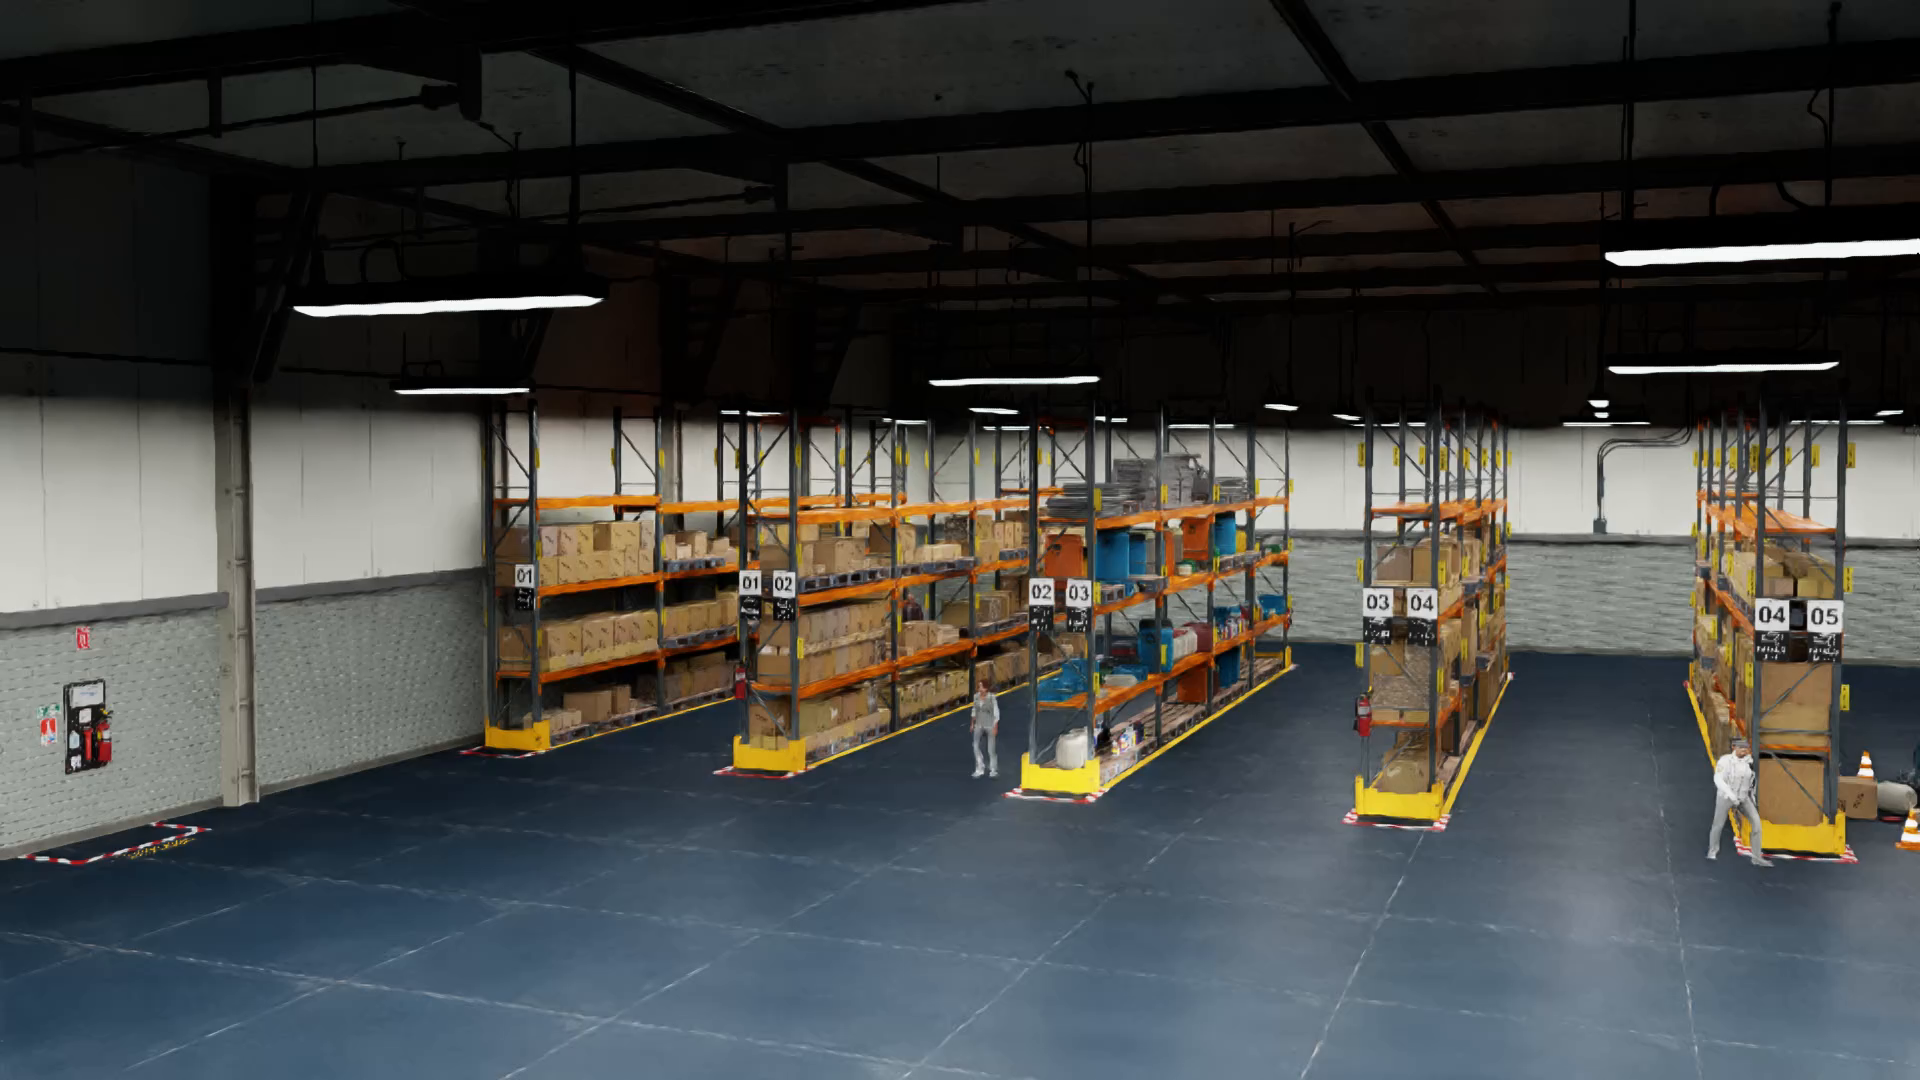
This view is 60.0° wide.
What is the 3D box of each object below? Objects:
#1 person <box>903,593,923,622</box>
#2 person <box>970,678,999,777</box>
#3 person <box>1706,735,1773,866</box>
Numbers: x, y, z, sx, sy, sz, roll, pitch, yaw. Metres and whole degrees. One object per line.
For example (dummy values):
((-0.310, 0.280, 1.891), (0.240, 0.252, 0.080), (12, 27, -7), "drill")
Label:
((-1.159, 2.142, 40.448), (0.594, 1.725, 1.111), (1, 3, 20), "person")
((0.405, 2.925, 26.016), (0.501, 1.577, 0.468), (1, 3, 23), "person")
((9.563, 3.178, 20.498), (0.638, 1.611, 0.774), (0, 3, 1), "person")
